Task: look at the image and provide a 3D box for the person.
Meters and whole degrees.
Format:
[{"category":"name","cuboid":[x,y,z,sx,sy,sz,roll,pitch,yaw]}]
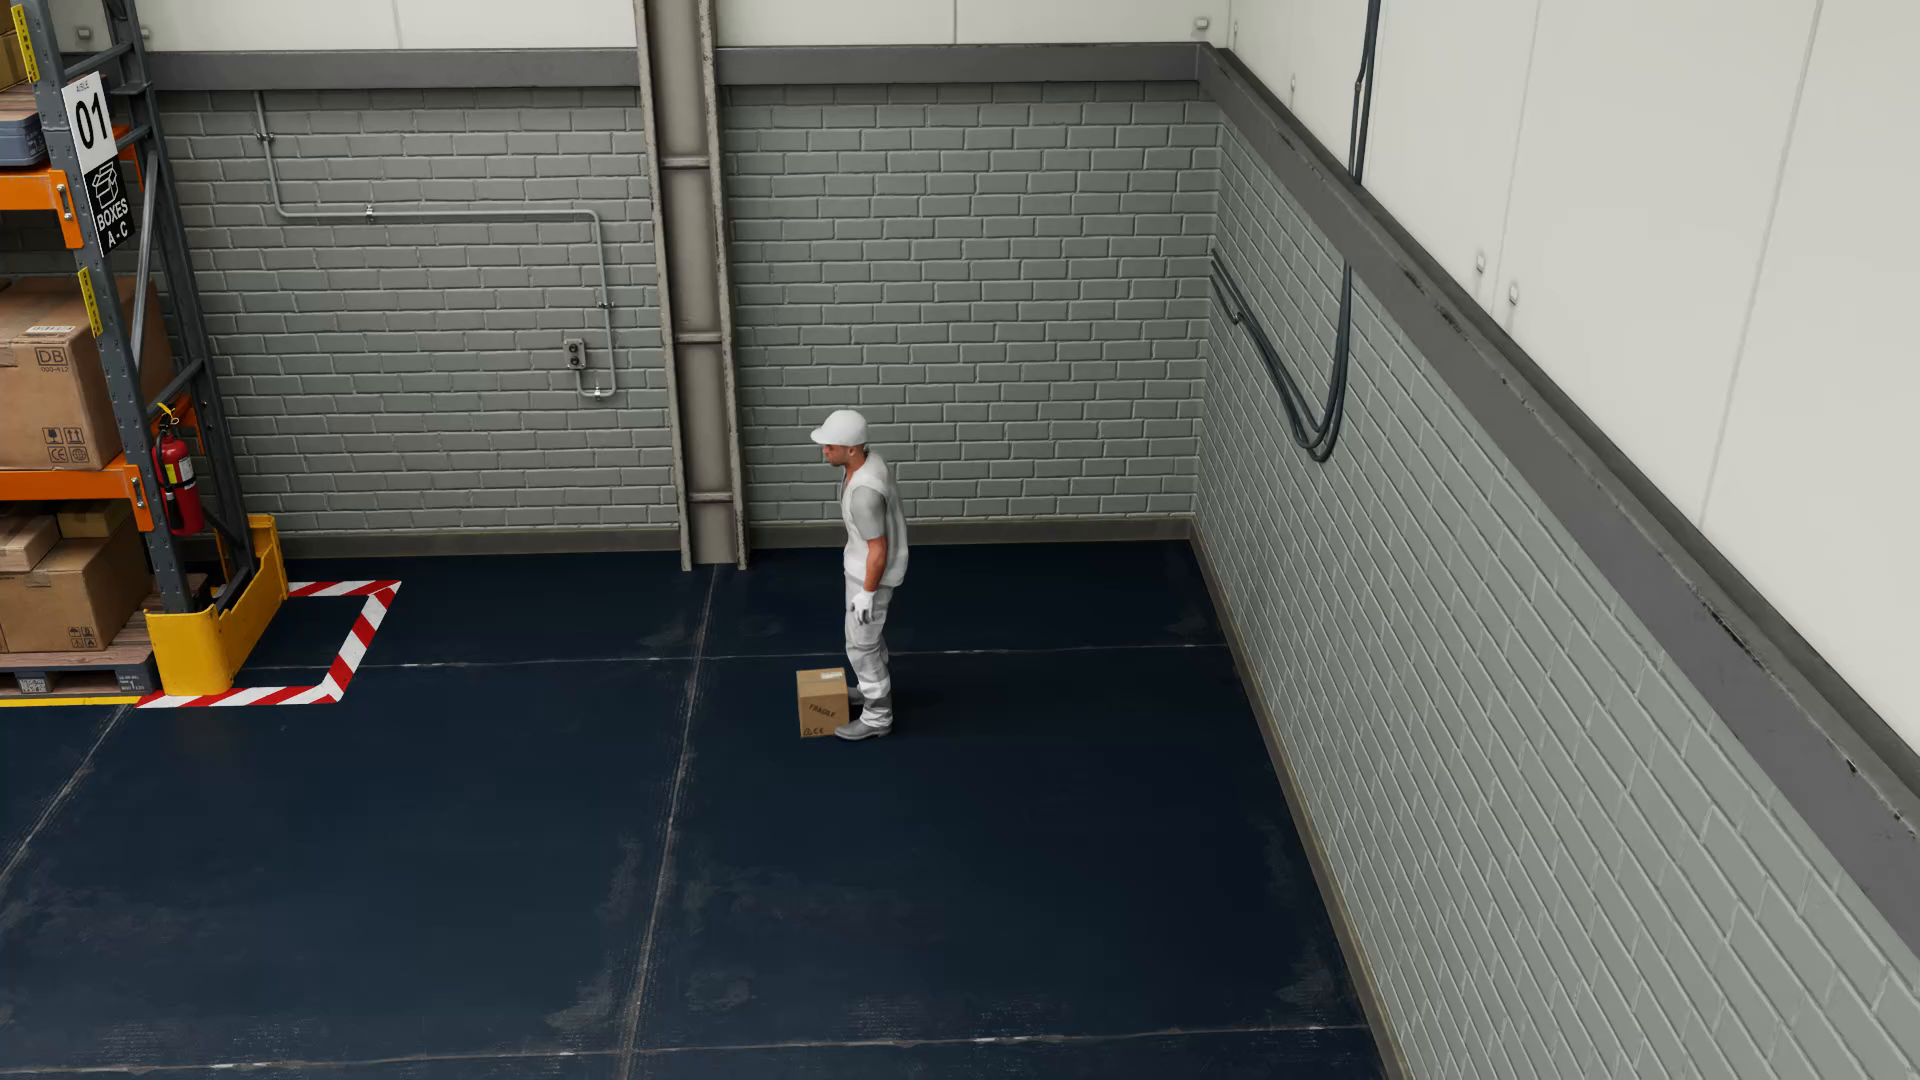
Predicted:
[{"category":"person","cuboid":[-0.487,0.164,8.288,0.453,1.777,0.608,-3,27,-5]}]
